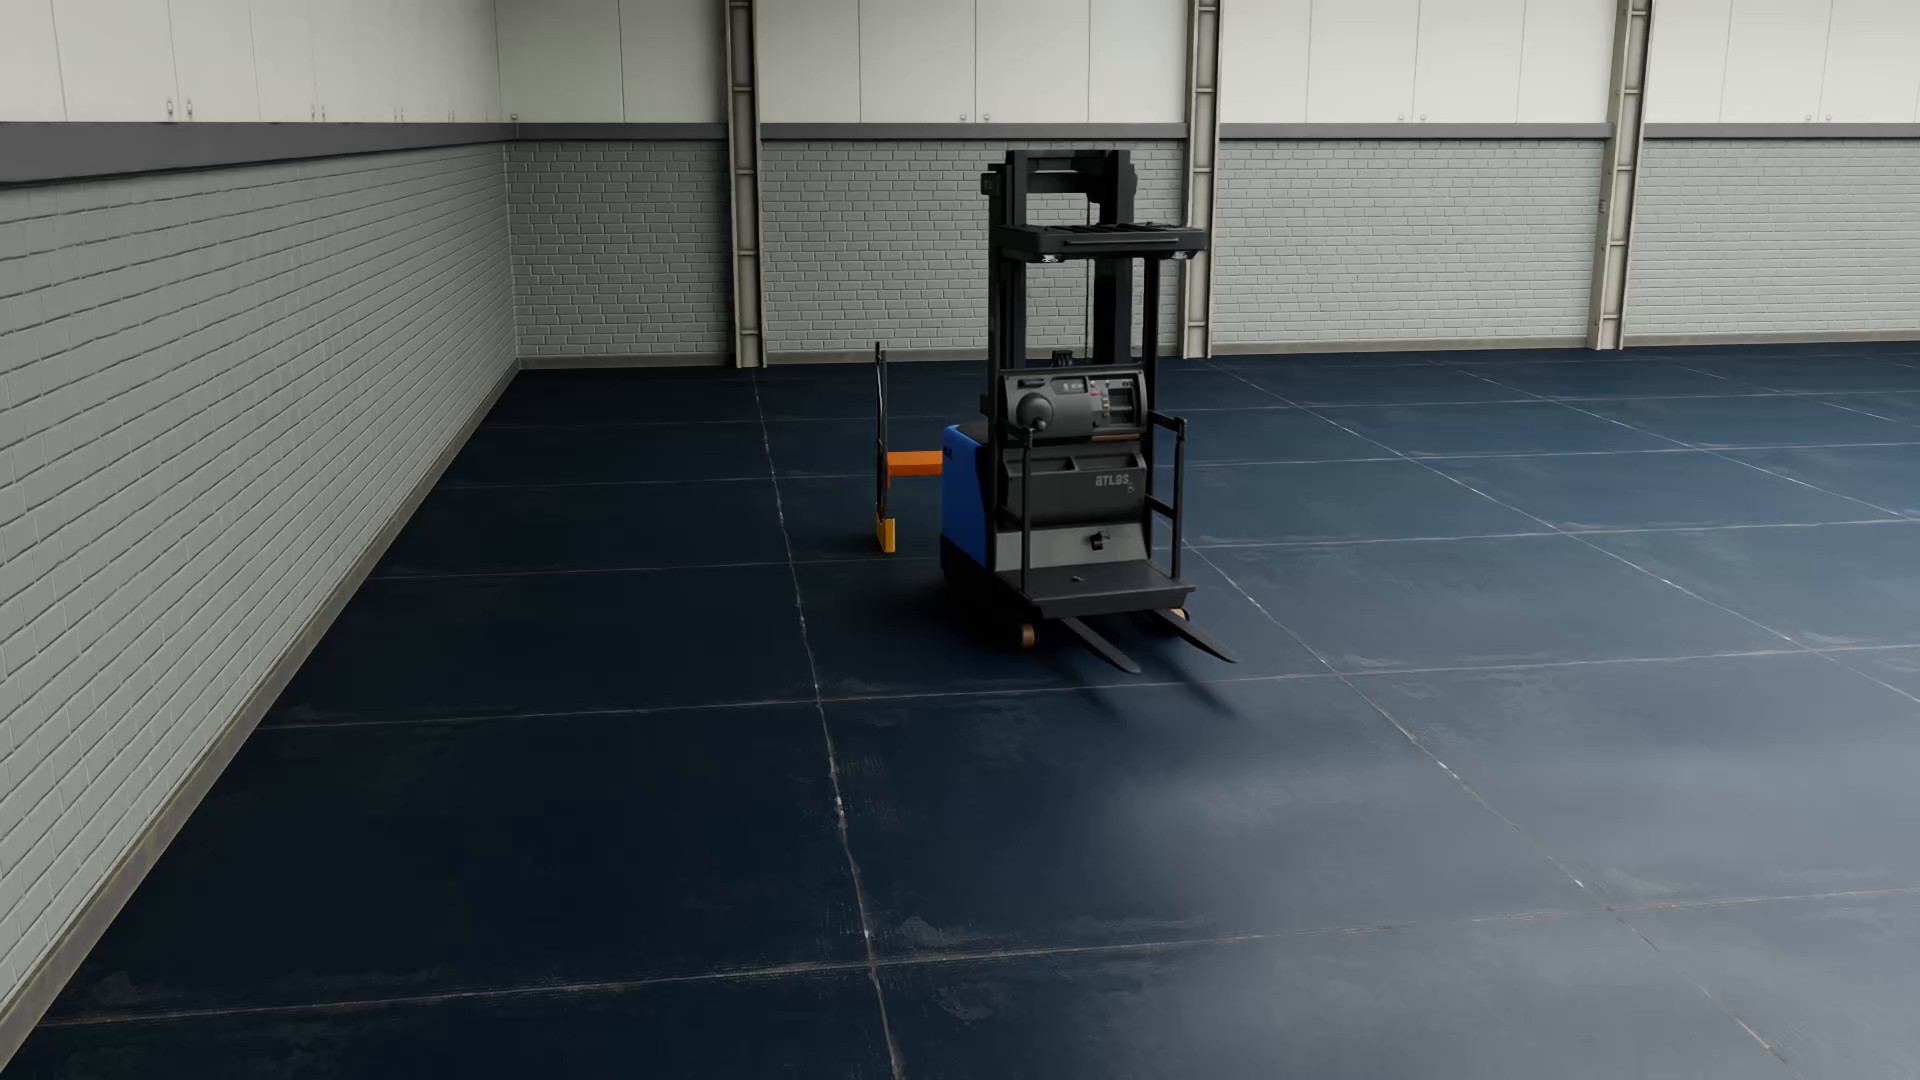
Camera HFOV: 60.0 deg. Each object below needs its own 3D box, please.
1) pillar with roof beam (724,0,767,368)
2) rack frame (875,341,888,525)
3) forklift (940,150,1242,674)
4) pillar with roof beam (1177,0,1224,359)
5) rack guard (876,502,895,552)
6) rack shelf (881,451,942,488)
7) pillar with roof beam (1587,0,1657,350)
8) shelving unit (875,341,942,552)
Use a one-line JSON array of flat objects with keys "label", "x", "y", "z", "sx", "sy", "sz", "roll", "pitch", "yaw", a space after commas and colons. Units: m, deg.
[{"label": "pillar with roof beam", "x": -2.099, "y": -5.613, "z": 16.603, "sx": 0.400, "sy": 9.000, "sz": 9.100, "roll": -2, "pitch": 14, "yaw": -8}, {"label": "rack frame", "x": -0.587, "y": -0.706, "z": 12.454, "sx": 0.032, "sy": 1.500, "sz": 0.500, "roll": -2, "pitch": 14, "yaw": -8}, {"label": "forklift", "x": 0.786, "y": -0.866, "z": 10.151, "sx": 1.130, "sy": 2.935, "sz": 3.031, "roll": -4, "pitch": 15, "yaw": -17}, {"label": "pillar with roof beam", "x": 3.834, "y": -5.830, "z": 17.470, "sx": 0.400, "sy": 9.000, "sz": 9.100, "roll": -2, "pitch": 14, "yaw": -8}, {"label": "rack guard", "x": -0.568, "y": -0.100, "z": 12.608, "sx": 0.087, "sy": 0.250, "sz": 0.587, "roll": -2, "pitch": 14, "yaw": -8}, {"label": "rack shelf", "x": -0.084, "y": -0.550, "z": 12.571, "sx": 1.000, "sy": 0.185, "sz": 0.538, "roll": -2, "pitch": 14, "yaw": -8}, {"label": "pillar with roof beam", "x": 9.767, "y": -6.048, "z": 18.337, "sx": 0.400, "sy": 9.000, "sz": 9.100, "roll": -2, "pitch": 14, "yaw": -8}, {"label": "shelving unit", "x": -0.075, "y": -0.725, "z": 12.528, "sx": 1.083, "sy": 1.500, "sz": 0.587, "roll": -2, "pitch": 14, "yaw": -8}]
